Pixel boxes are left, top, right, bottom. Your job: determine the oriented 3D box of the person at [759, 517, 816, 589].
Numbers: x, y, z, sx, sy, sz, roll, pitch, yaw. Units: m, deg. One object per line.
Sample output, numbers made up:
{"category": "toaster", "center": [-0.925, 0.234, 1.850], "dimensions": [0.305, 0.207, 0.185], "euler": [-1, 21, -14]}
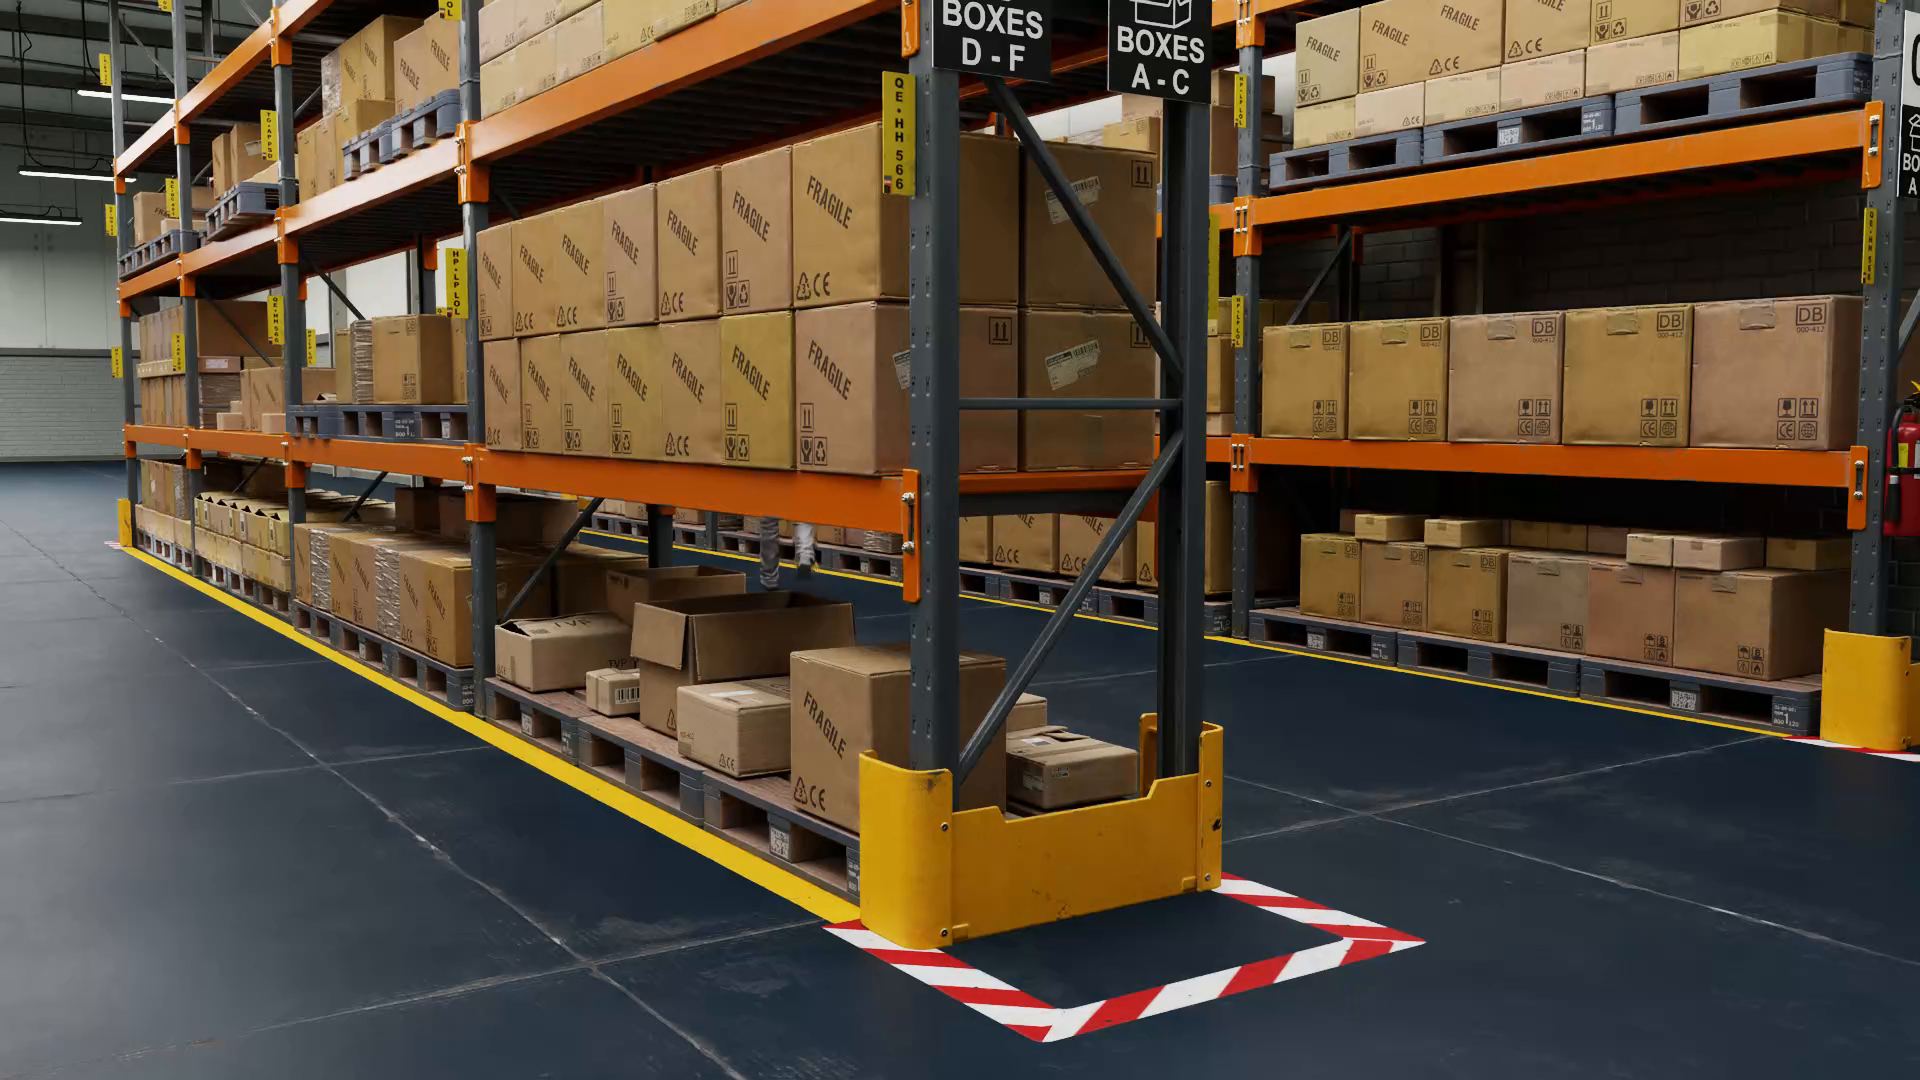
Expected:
{"category": "person", "center": [-1.428, -0.476, 13.449], "dimensions": [0.572, 1.768, 0.804], "euler": [-1, 5, -9]}
